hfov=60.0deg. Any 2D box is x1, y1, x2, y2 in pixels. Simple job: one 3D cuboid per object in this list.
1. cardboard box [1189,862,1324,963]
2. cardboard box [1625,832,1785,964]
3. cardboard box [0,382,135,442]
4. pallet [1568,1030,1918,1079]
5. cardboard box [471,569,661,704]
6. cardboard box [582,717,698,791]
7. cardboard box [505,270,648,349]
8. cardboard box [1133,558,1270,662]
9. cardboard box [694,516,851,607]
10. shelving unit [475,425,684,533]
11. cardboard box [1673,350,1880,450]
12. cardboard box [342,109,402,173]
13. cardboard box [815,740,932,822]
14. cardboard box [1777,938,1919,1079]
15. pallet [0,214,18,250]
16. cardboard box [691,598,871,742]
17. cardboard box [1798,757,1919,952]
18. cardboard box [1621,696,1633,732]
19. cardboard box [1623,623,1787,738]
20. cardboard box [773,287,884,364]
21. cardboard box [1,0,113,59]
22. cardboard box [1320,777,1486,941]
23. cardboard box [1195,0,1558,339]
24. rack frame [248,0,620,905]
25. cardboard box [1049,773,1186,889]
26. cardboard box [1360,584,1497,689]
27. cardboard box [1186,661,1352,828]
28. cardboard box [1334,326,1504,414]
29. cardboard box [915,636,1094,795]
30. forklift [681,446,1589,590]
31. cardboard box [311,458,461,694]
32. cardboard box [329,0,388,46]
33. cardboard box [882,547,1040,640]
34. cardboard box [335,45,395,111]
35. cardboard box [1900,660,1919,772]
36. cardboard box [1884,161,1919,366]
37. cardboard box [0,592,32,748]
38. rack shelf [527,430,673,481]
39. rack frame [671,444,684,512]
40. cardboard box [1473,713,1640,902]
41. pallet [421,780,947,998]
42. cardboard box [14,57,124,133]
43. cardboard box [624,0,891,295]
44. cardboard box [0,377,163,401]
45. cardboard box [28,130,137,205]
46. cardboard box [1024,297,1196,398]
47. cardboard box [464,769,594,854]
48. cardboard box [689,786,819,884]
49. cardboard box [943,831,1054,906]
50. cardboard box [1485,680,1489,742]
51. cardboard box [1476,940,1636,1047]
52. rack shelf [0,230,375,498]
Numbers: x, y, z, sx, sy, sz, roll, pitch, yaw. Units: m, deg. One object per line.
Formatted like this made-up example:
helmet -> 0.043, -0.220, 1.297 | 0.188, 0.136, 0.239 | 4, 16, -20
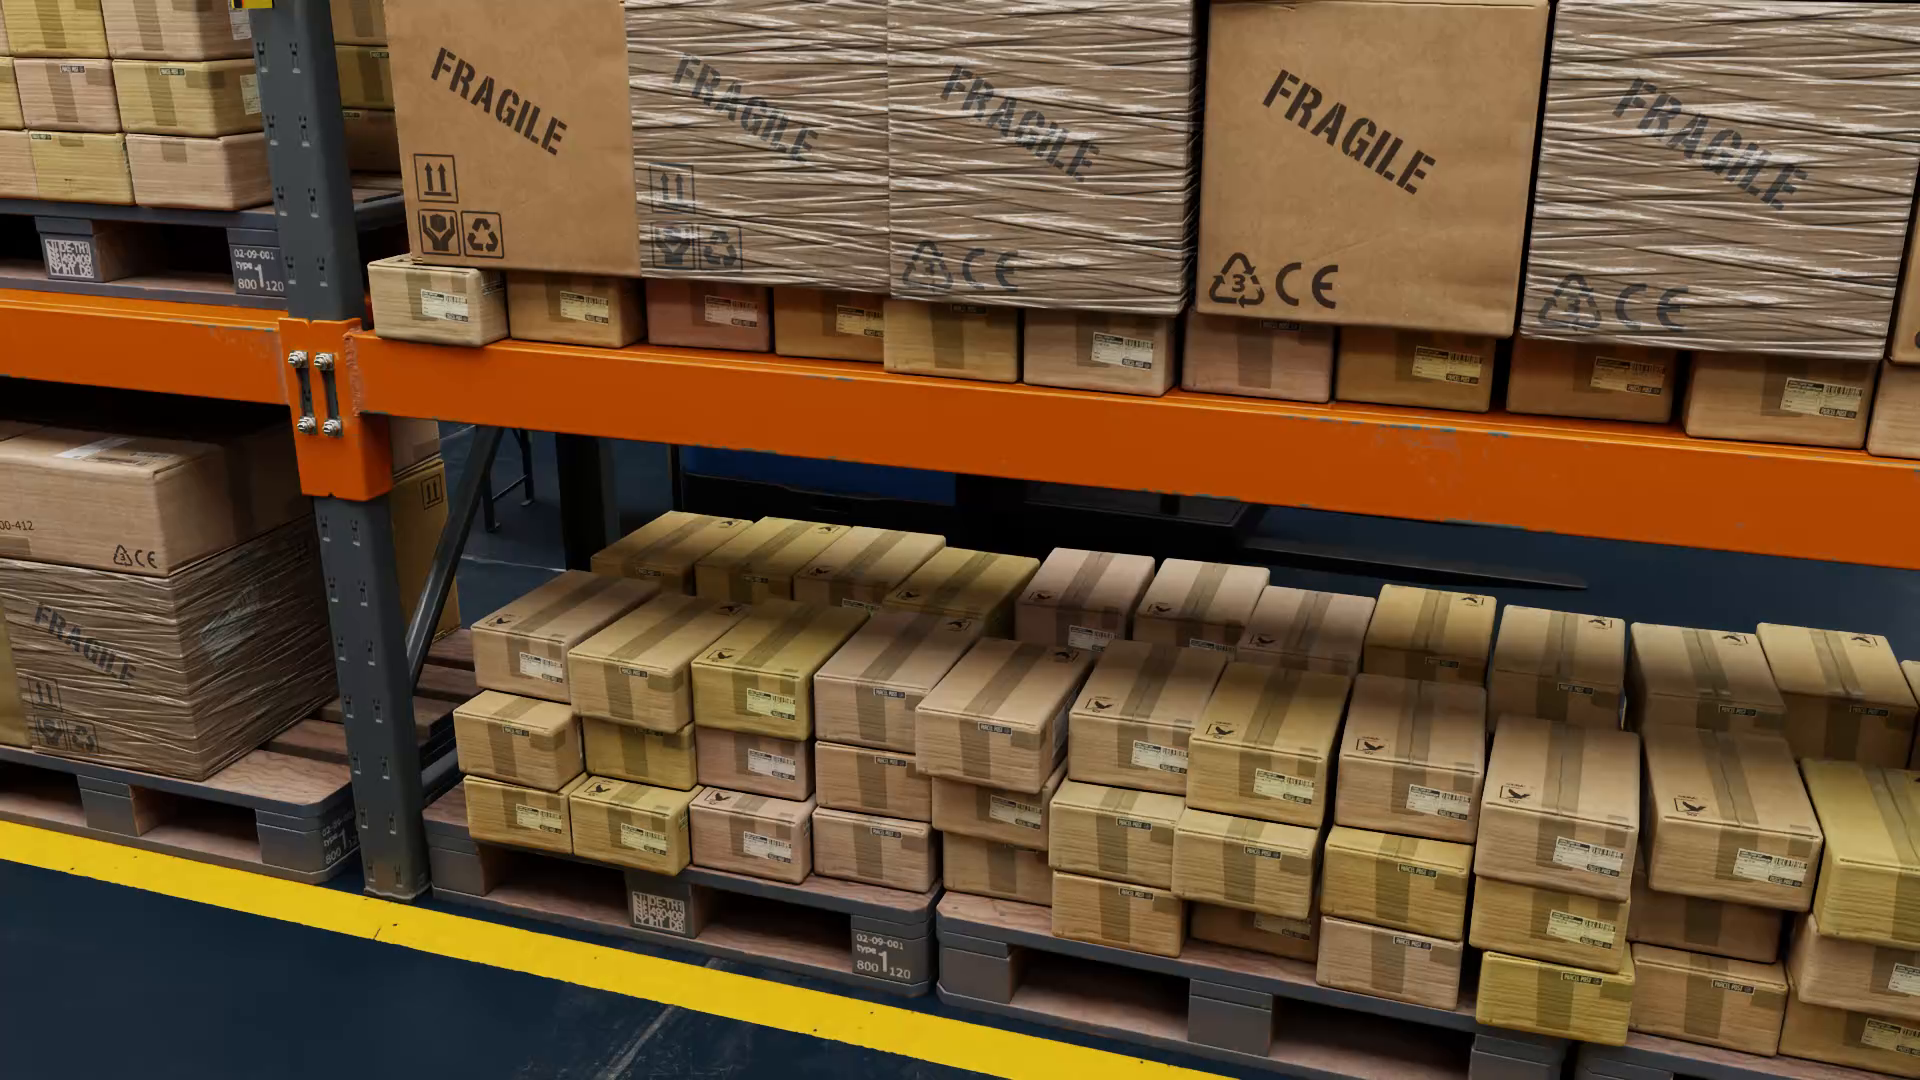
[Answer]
cardboard box -> 0.625, 0.659, 3.321 | 0.250, 0.149, 0.380 | 7, 20, 20
cardboard box -> 1.349, 0.595, 3.055 | 0.250, 0.149, 0.380 | 6, 20, 17
cardboard box -> -2.393, -0.194, 4.095 | 0.500, 0.250, 0.500 | 8, 21, 21
pallet -> 1.826, 0.882, 3.226 | 1.213, 0.211, 1.003 | 7, 20, 18
cardboard box -> -0.868, 0.209, 3.710 | 0.250, 0.149, 0.380 | 7, 21, 20
cardboard box -> -0.619, 0.385, 3.655 | 0.250, 0.149, 0.380 | 7, 20, 18
cardboard box -> -0.697, -0.504, 3.347 | 0.250, 0.149, 0.380 | 7, 20, 20
cardboard box -> 0.552, 0.182, 3.785 | 0.250, 0.149, 0.380 | 6, 20, 16
cardboard box -> -0.449, 0.080, 4.080 | 0.250, 0.149, 0.380 | 7, 20, 19
shelving unit -> -1.351, -0.781, 6.038 | 0.755, 1.500, 0.431 | 3, 19, 9
cardboard box -> 1.300, -0.276, 2.691 | 0.250, 0.149, 0.380 | 6, 20, 16
cardboard box -> -1.346, -1.025, 4.204 | 0.250, 0.149, 0.380 | 6, 20, 15
cardboard box -> -0.123, 0.431, 3.525 | 0.250, 0.149, 0.380 | 5, 20, 15
cardboard box -> 1.590, 0.776, 2.985 | 0.250, 0.149, 0.380 | 6, 20, 18
pallet -> -3.020, -0.900, 4.394 | 1.213, 0.211, 1.003 | 7, 20, 18
cardboard box -> -0.372, 0.269, 3.537 | 0.250, 0.149, 0.380 | 6, 20, 17
cardboard box -> 1.565, 0.527, 2.796 | 0.250, 0.149, 0.380 | 6, 20, 17
cardboard box -> 1.535, 0.436, 3.511 | 0.250, 0.149, 0.380 | 7, 20, 20
cardboard box -> 1.513, 0.316, 3.401 | 0.250, 0.149, 0.380 | 6, 20, 15
cardboard box -> -0.173, -0.461, 3.222 | 0.250, 0.149, 0.380 | 6, 20, 16
cardboard box -> -1.823, -1.132, 3.607 | 0.250, 0.149, 0.380 | 6, 20, 16
cardboard box -> 0.840, 0.570, 3.125 | 0.250, 0.149, 0.380 | 8, 21, 21
cardboard box -> 0.710, -0.650, 2.781 | 0.500, 0.500, 0.500 | 8, 21, 21
rack frame -> -1.125, -0.760, 3.699 | 0.127, 3.000, 1.000 | 7, 20, 18
cardboard box -> 0.346, 0.515, 3.284 | 0.250, 0.149, 0.380 | 6, 20, 18
cardboard box -> 1.020, 0.241, 3.618 | 0.250, 0.149, 0.380 | 7, 20, 19
cardboard box -> 0.600, 0.385, 3.203 | 0.250, 0.149, 0.380 | 7, 20, 18
cardboard box -> 0.809, -0.347, 2.896 | 0.250, 0.149, 0.380 | 7, 20, 19
cardboard box -> 0.095, 0.343, 3.325 | 0.250, 0.149, 0.380 | 7, 20, 19
forklift -> 0.588, -1.310, 5.381 | 3.031, 2.935, 1.130 | 7, 20, 20
cardboard box -> -1.736, 0.060, 4.507 | 0.500, 0.500, 0.500 | 7, 21, 20
cardboard box -> -1.346, -1.306, 4.106 | 0.250, 0.149, 0.380 | 8, 21, 21
cardboard box -> 0.008, 0.157, 3.859 | 0.250, 0.149, 0.380 | 7, 20, 20
cardboard box -> -1.346, -1.166, 4.155 | 0.250, 0.149, 0.380 | 7, 20, 19
cardboard box -> 1.970, 0.384, 3.206 | 0.250, 0.149, 0.380 | 7, 20, 19
cardboard box -> 1.659, -0.541, 2.468 | 0.500, 0.500, 0.500 | 6, 20, 17
cardboard box -> -2.392, 0.165, 4.206 | 0.500, 0.500, 0.500 | 6, 20, 17
rack shelf -> -1.351, -0.473, 6.145 | 0.720, 0.370, 0.431 | 3, 19, 9
rack frame -> -0.990, -0.761, 5.980 | 0.023, 1.500, 0.400 | 3, 19, 9
cardboard box -> 1.069, 0.468, 2.967 | 0.250, 0.149, 0.380 | 7, 21, 20
pallet -> -0.479, 0.618, 3.982 | 1.213, 0.211, 1.003 | 7, 20, 18
cardboard box -> -1.815, -0.990, 3.650 | 0.250, 0.149, 0.380 | 7, 20, 18
cardboard box -> -0.270, -0.765, 3.109 | 0.500, 0.500, 0.500 | 7, 20, 18
cardboard box -> -2.240, -0.351, 4.546 | 0.500, 0.250, 0.500 | 7, 20, 20
cardboard box -> -1.811, -0.849, 3.698 | 0.250, 0.149, 0.380 | 7, 20, 18
cardboard box -> 0.295, -0.382, 2.996 | 0.250, 0.149, 0.380 | 7, 21, 20
cardboard box -> -0.887, 0.527, 3.700 | 0.250, 0.149, 0.380 | 6, 20, 16
cardboard box -> -0.383, 0.567, 3.587 | 0.250, 0.149, 0.380 | 6, 20, 18
cardboard box -> 0.138, 0.597, 3.501 | 0.250, 0.149, 0.380 | 6, 20, 16
cardboard box -> 0.984, 0.420, 3.555 | 0.250, 0.149, 0.380 | 8, 21, 21
cardboard box -> 1.091, 0.746, 3.073 | 0.250, 0.149, 0.380 | 6, 20, 16
rack shelf -> -3.014, -0.636, 4.438 | 4.000, 0.370, 1.077 | 7, 20, 18
